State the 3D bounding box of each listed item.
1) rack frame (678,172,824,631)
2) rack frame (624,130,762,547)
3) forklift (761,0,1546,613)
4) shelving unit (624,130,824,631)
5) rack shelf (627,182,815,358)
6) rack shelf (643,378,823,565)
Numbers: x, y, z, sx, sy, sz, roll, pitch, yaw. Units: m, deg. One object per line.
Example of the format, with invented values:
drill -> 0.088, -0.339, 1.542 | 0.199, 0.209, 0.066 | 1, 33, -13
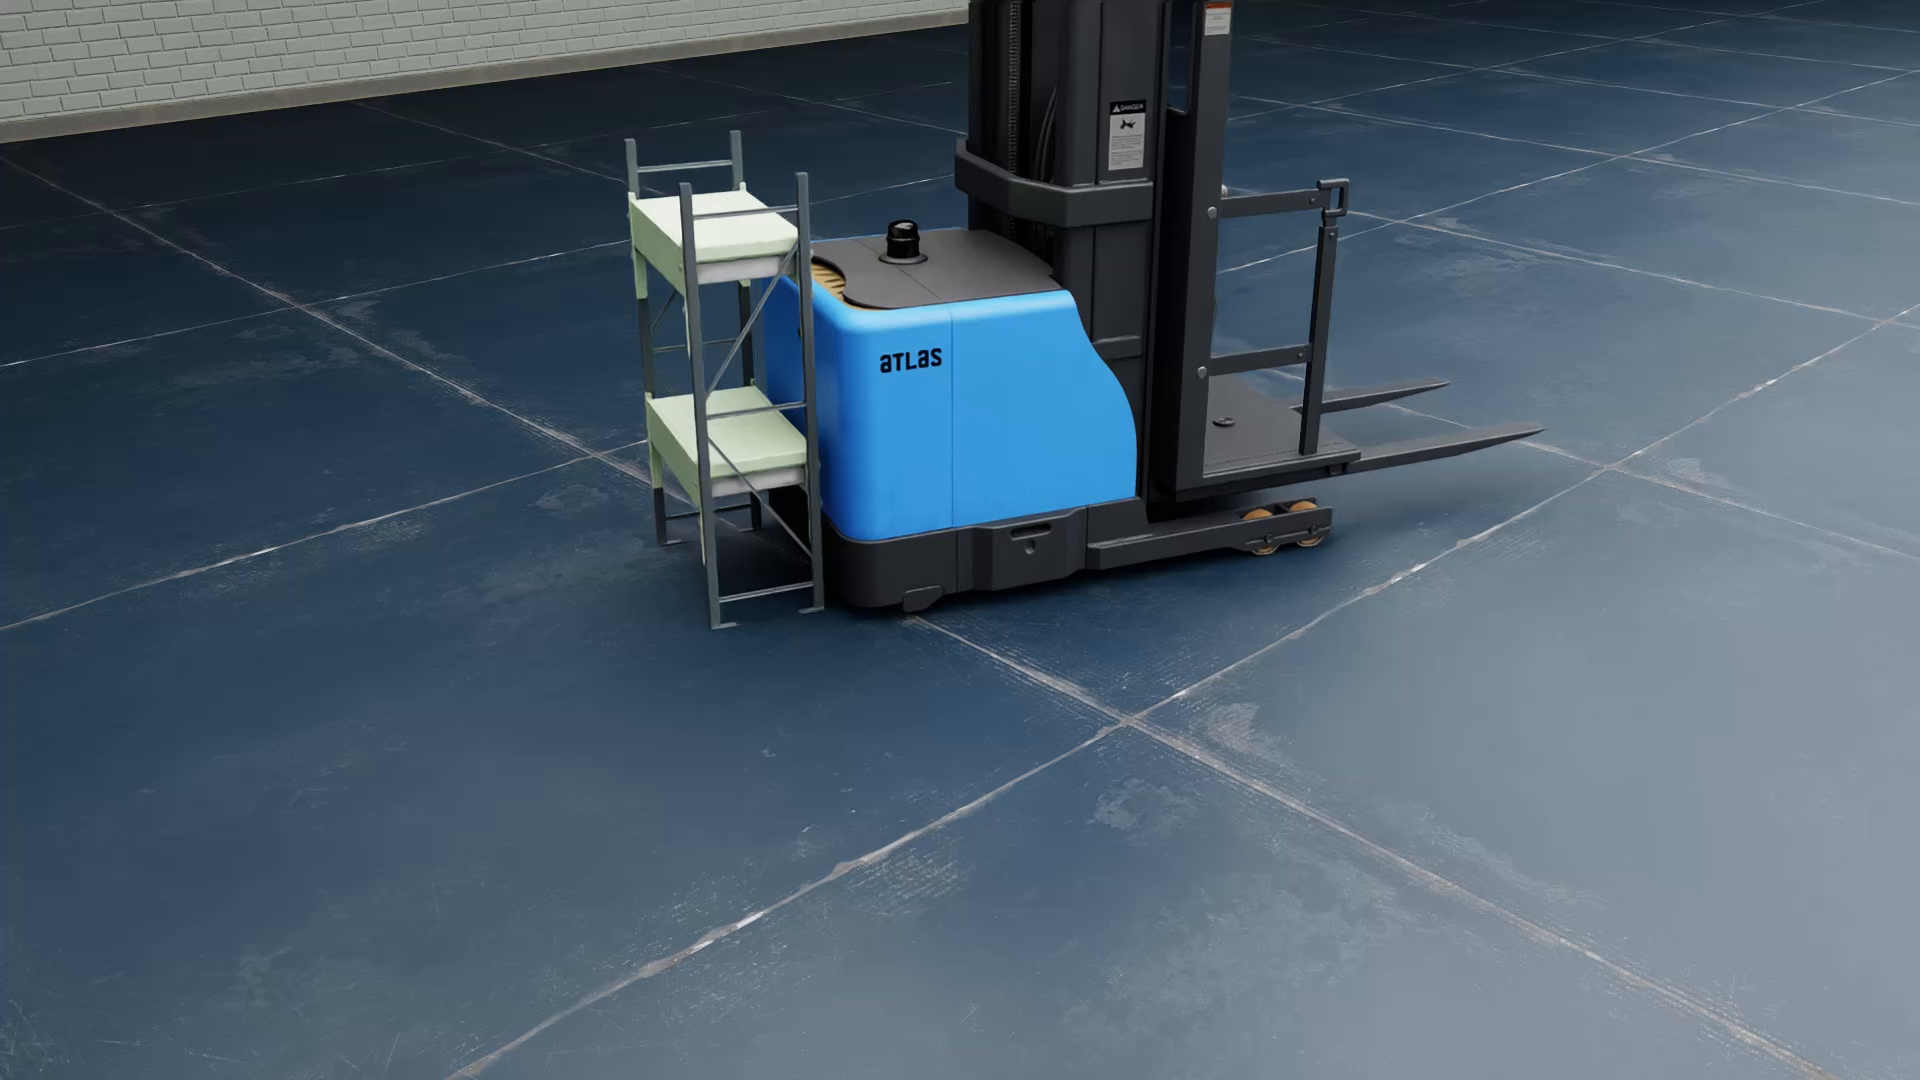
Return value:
rack frame -> -0.655, -0.413, 5.347 | 0.400, 1.500, 0.023 | -10, 26, -21
rack frame -> -0.942, -0.692, 5.960 | 0.400, 1.500, 0.023 | -10, 26, -21
forklift -> 0.837, -1.468, 5.937 | 3.031, 2.935, 1.130 | -10, 26, -20
shelving unit -> -0.798, -0.552, 5.654 | 0.431, 1.500, 0.755 | -10, 26, -21
rack shelf -> -0.798, -0.907, 5.492 | 0.431, 0.370, 0.720 | -10, 26, -21
rack shelf -> -0.798, -0.256, 5.789 | 0.431, 0.370, 0.720 | -10, 26, -21
